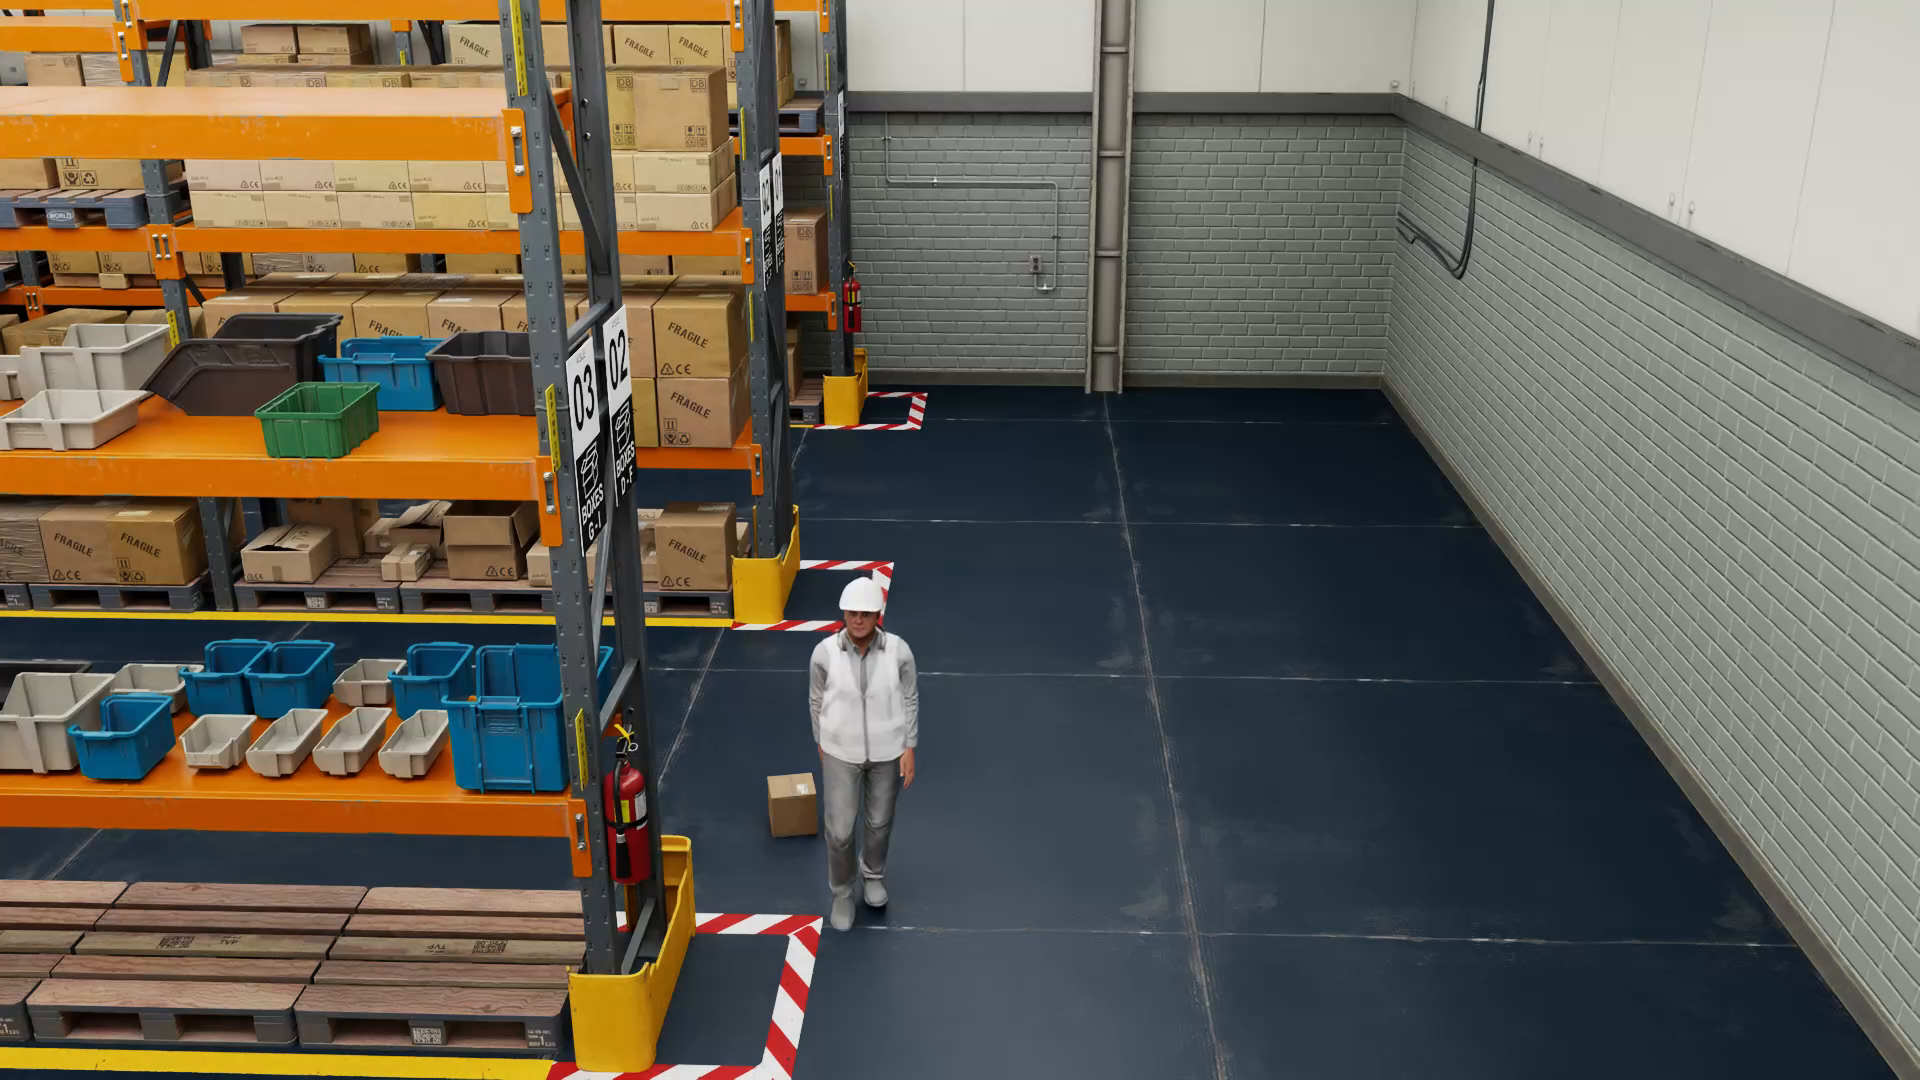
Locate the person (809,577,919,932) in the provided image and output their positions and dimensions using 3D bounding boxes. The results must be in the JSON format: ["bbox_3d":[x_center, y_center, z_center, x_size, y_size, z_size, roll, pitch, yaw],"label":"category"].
[{"bbox_3d":[-0.462,1.069,8.214,0.535,1.819,0.508,-3,21,-8],"label":"person"}]
